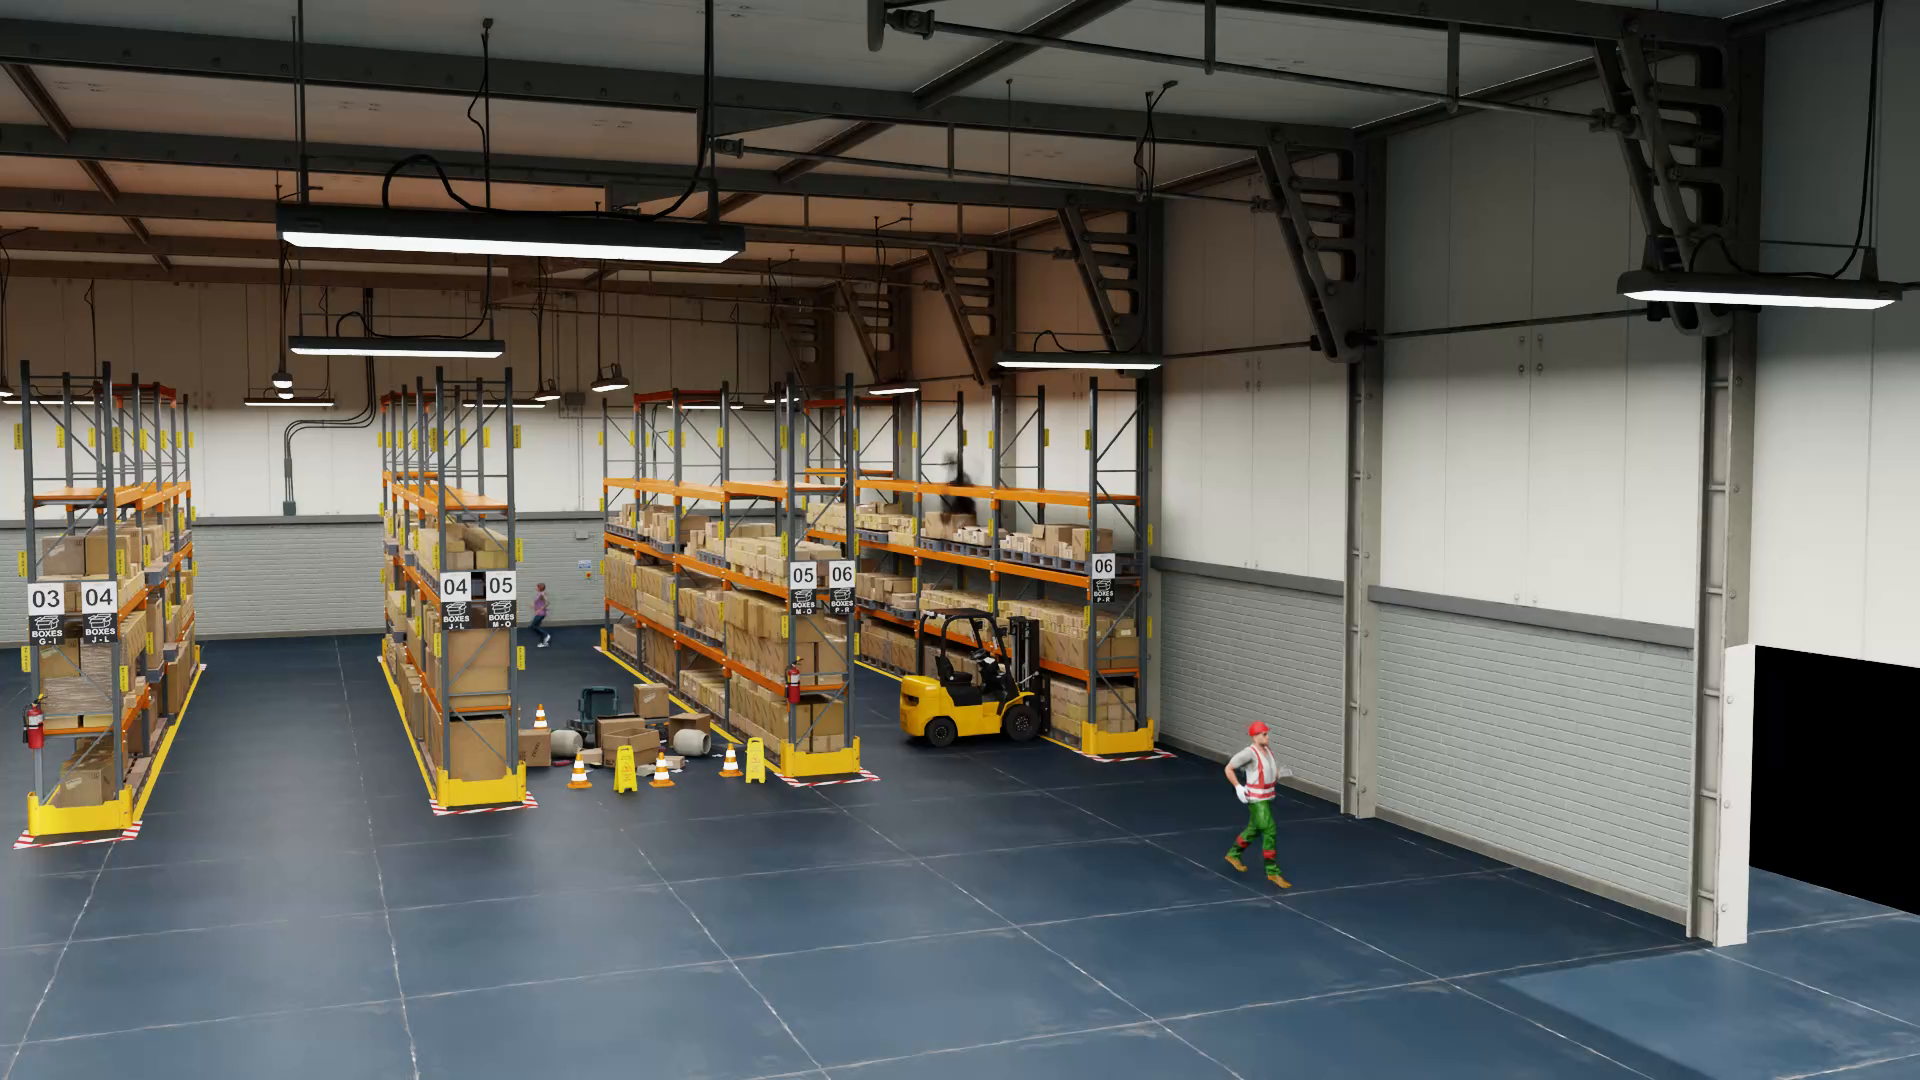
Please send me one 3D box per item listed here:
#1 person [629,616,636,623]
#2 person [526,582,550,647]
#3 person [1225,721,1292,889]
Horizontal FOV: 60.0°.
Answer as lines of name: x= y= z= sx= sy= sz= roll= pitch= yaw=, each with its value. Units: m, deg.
person: x=-8.035 y=1.706 z=41.217 sx=1.034 sy=1.624 sz=0.747 roll=2 pitch=4 yaw=24
person: x=-10.186 y=1.802 z=40.136 sx=0.532 sy=1.557 sz=0.525 roll=-1 pitch=4 yaw=-19
person: x=3.375 y=2.955 z=18.785 sx=0.909 sy=1.817 sz=0.655 roll=3 pitch=4 yaw=37
